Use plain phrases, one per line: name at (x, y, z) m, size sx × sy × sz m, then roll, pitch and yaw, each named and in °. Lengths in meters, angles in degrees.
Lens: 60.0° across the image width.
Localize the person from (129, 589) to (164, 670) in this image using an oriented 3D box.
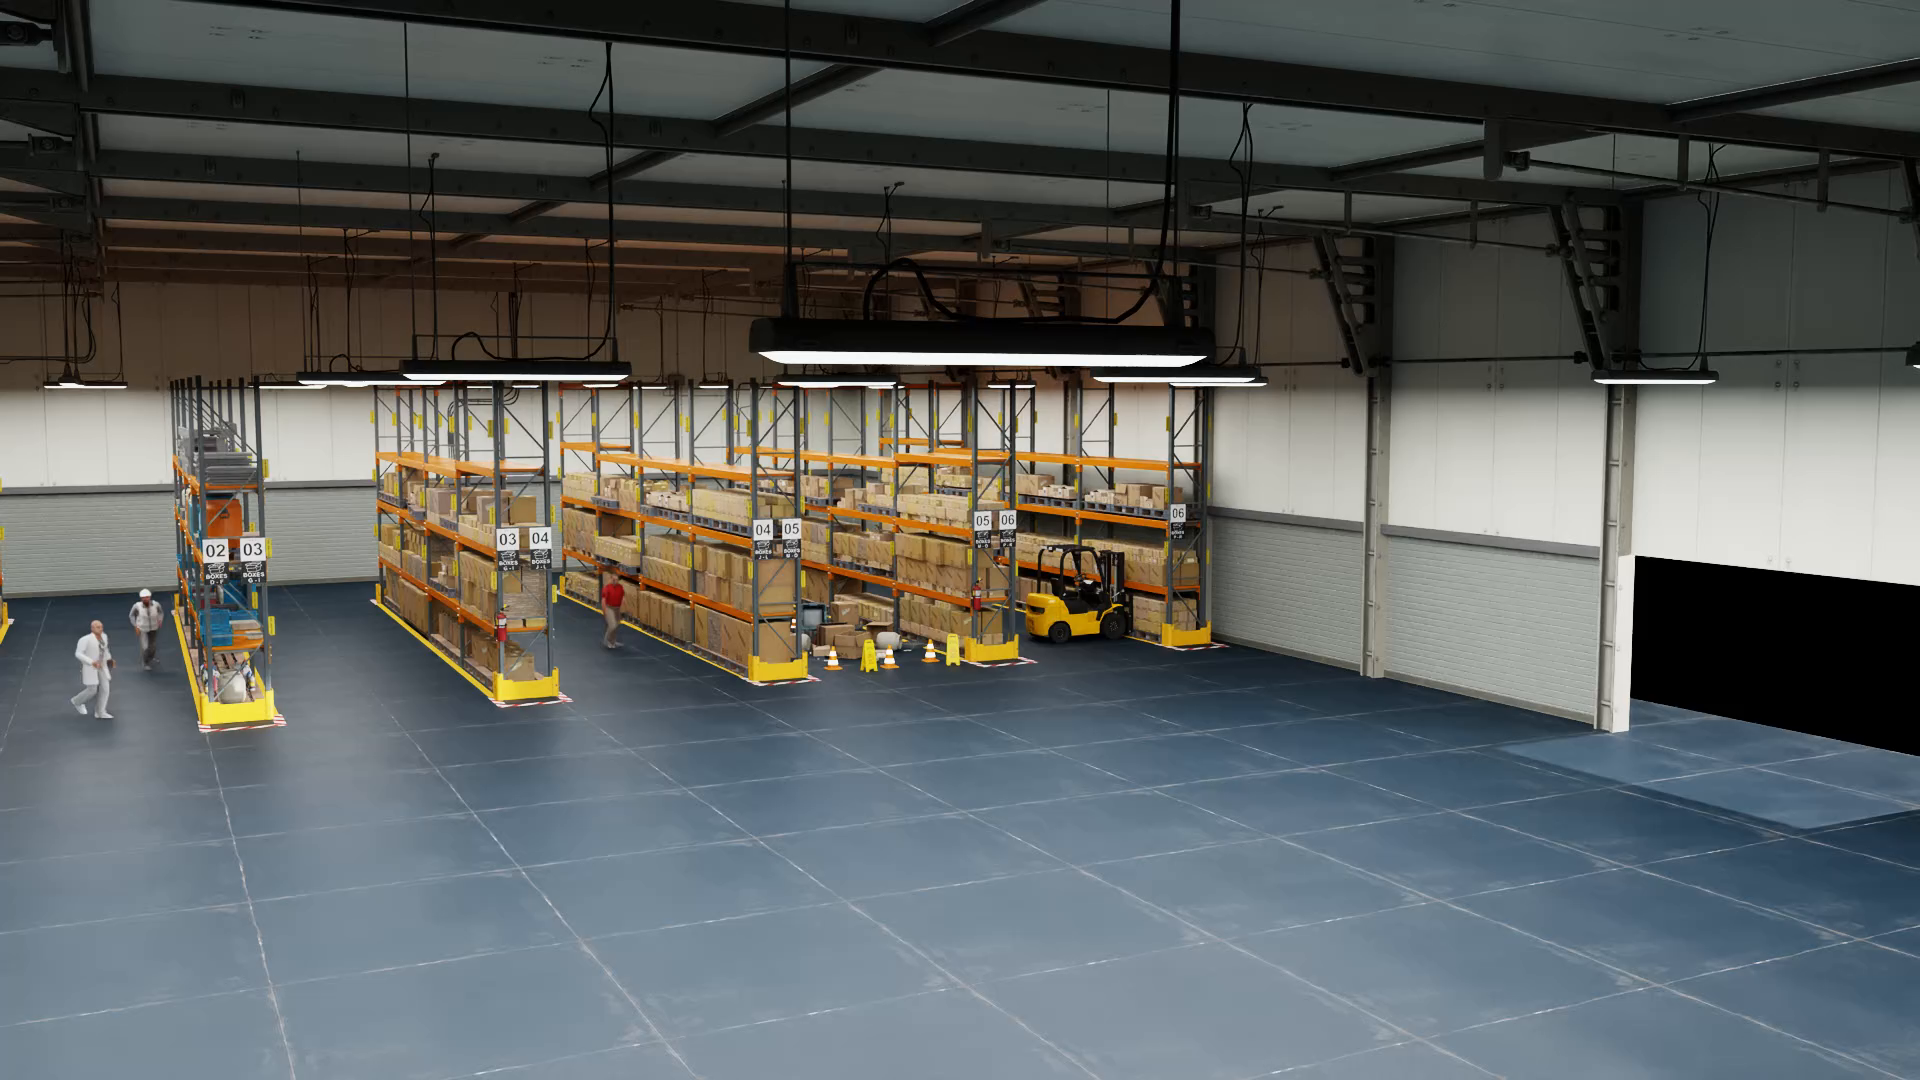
person at (-16.786, 1.831, 34.392) m, size 0.902 × 1.692 × 0.697 m, roll 5°, pitch 7°, yaw 42°

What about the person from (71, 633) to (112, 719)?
person at (-15.275, 2.363, 29.222) m, size 0.870 × 1.542 × 0.707 m, roll 3°, pitch 6°, yaw 27°

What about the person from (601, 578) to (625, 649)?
person at (-7.780, 1.635, 37.195) m, size 0.560 × 1.622 × 0.629 m, roll 3°, pitch 6°, yaw 28°
